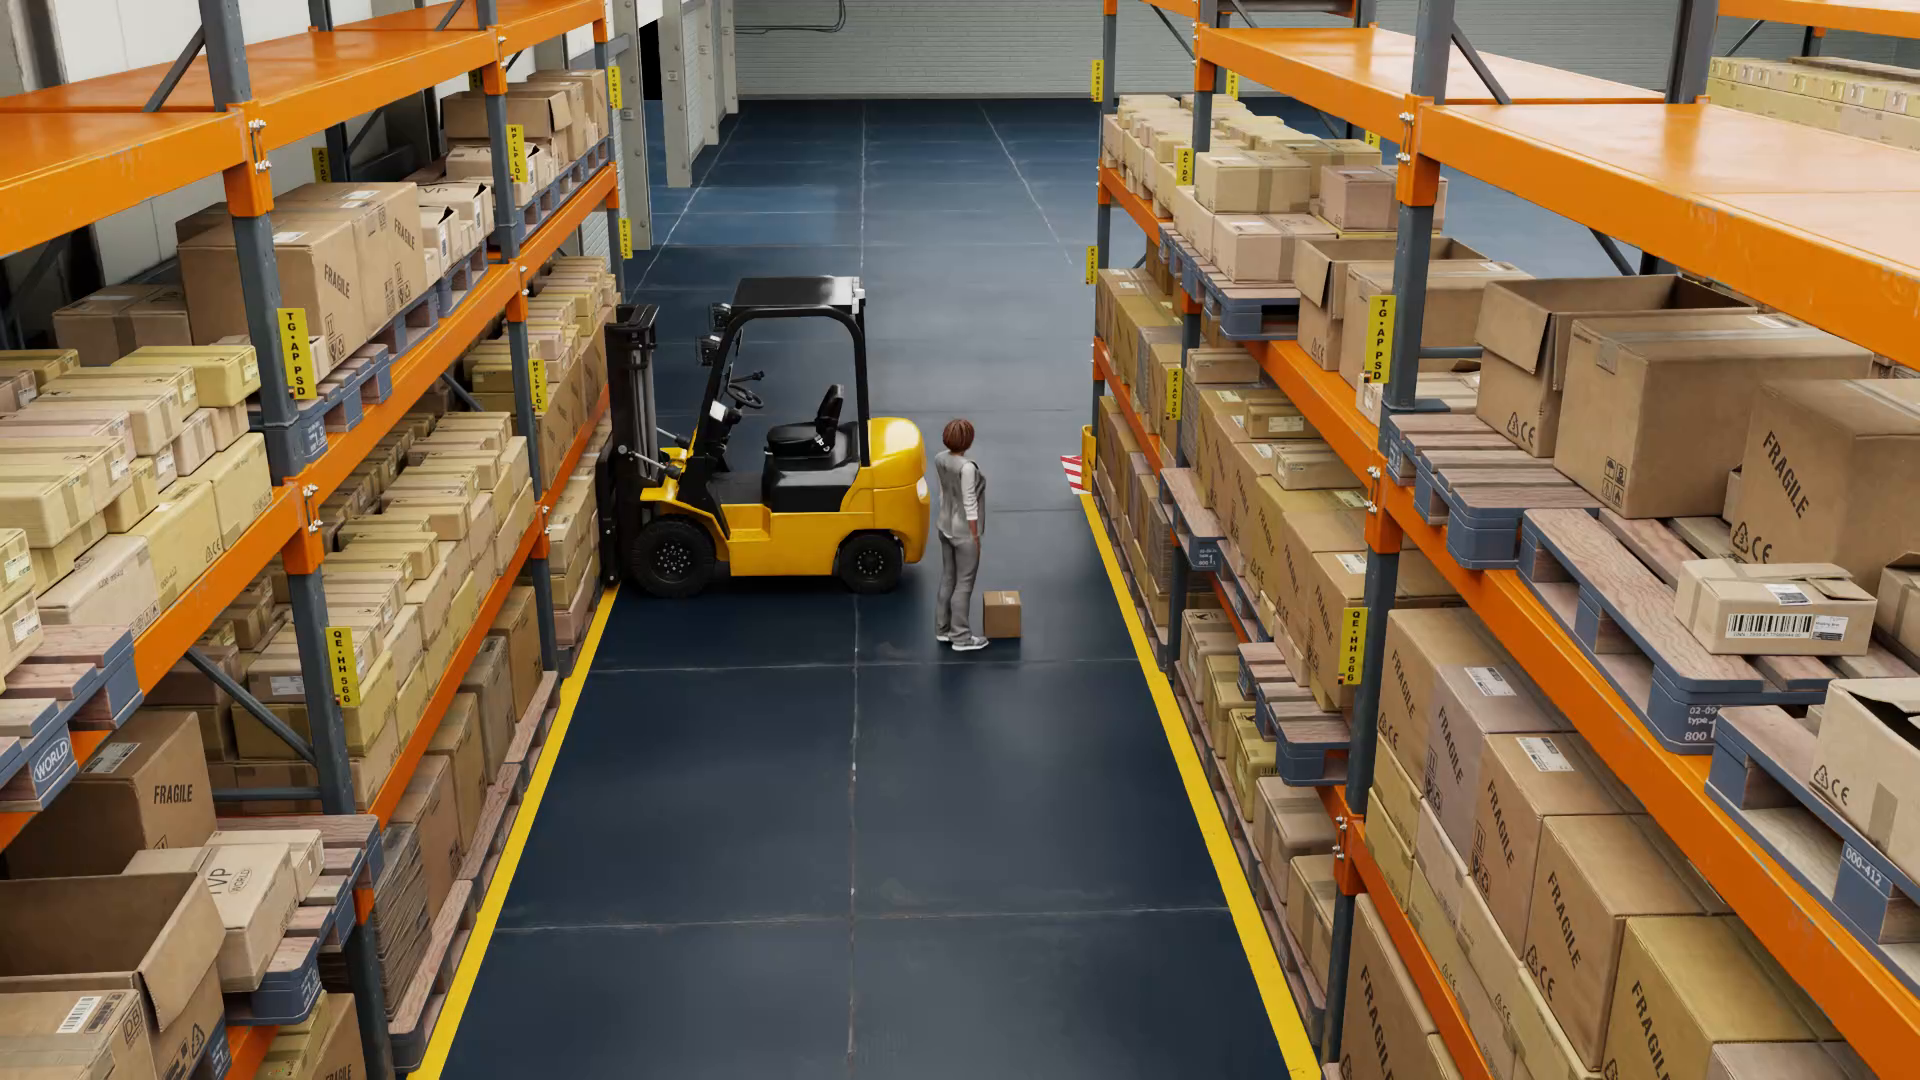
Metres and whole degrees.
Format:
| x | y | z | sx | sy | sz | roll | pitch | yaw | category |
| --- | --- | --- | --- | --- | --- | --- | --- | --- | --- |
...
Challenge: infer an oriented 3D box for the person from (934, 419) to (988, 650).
| x | y | z | sx | sy | sz | roll | pitch | yaw | category |
| --- | --- | --- | --- | --- | --- | --- | --- | --- | --- |
| -0.004 | -0.049 | 11.205 | 0.317 | 1.601 | 0.404 | -12 | 24 | -29 | person |
